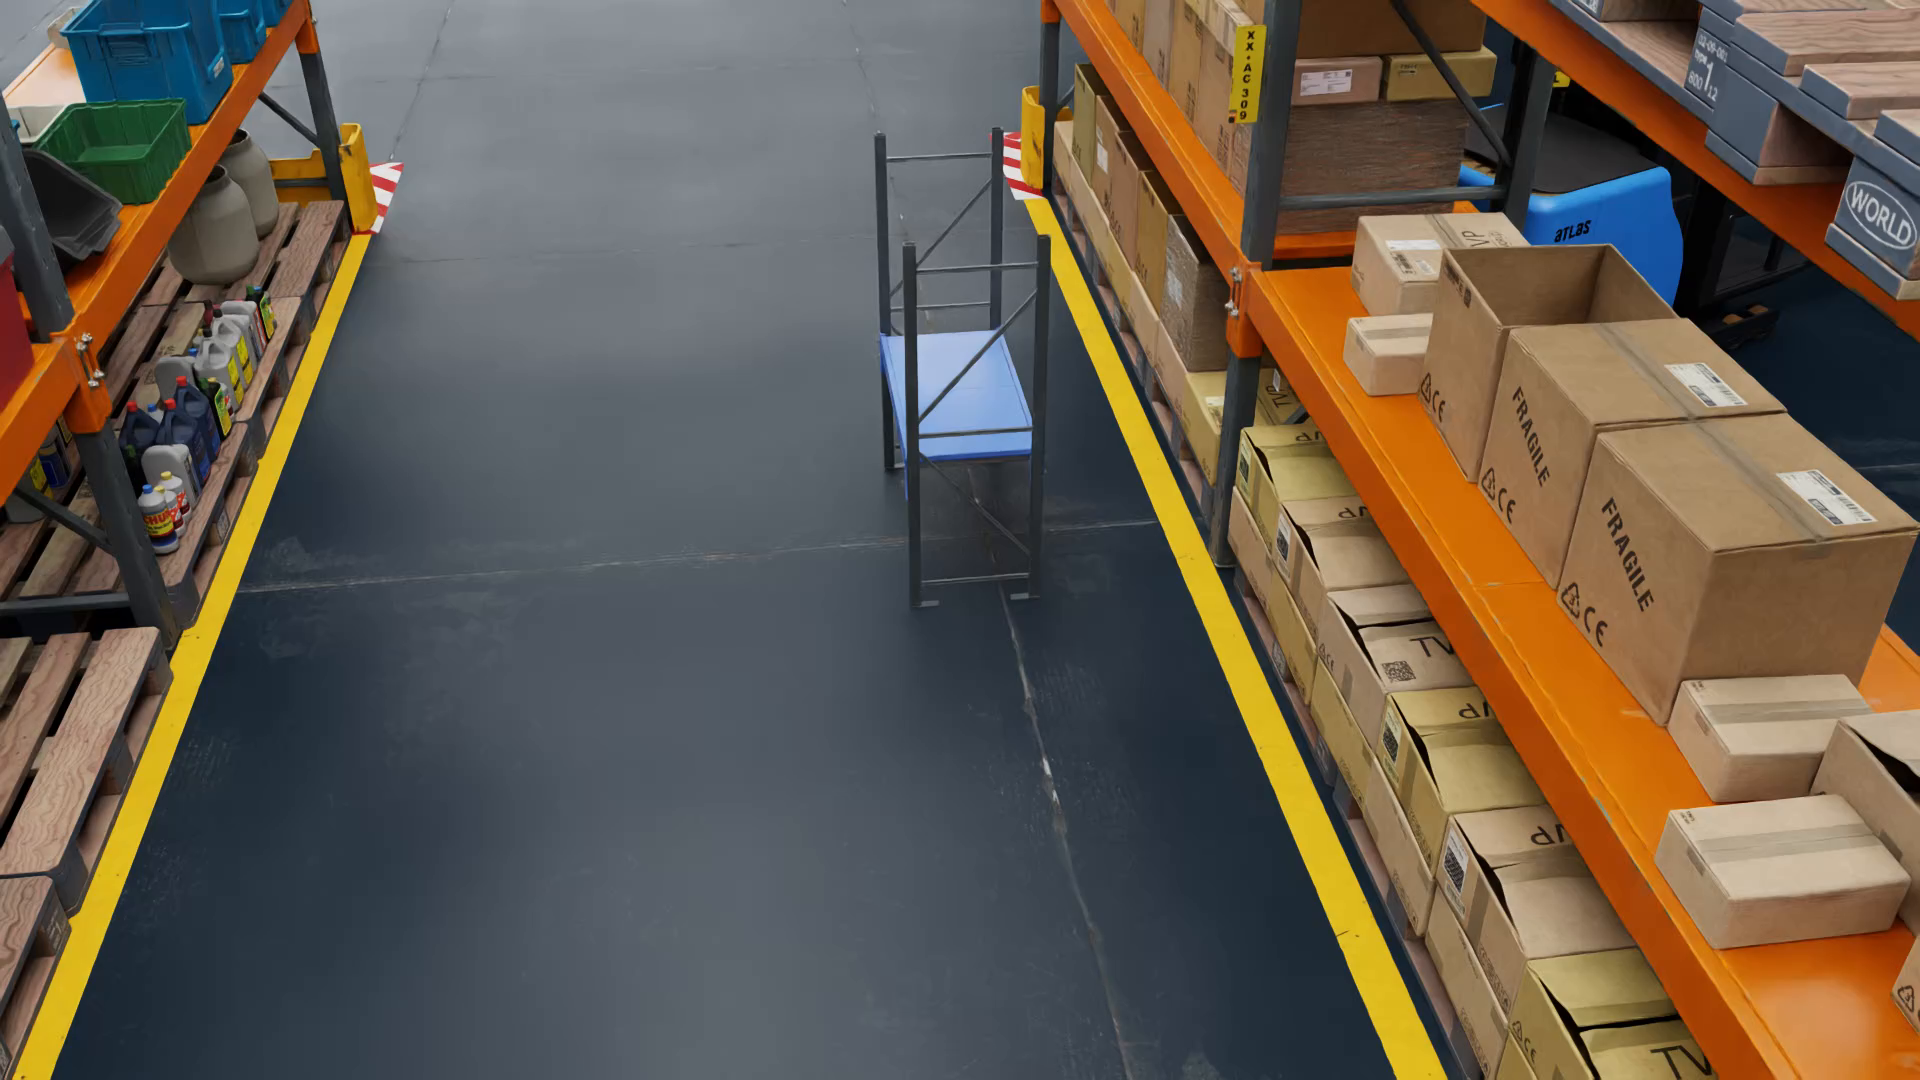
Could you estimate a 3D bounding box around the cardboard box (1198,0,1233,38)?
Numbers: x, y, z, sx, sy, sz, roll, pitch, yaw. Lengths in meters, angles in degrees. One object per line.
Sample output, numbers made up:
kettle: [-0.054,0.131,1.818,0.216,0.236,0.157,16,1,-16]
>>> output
cardboard box: [1.146,-2.069,6.457,0.380,0.149,0.250,-4,35,-6]

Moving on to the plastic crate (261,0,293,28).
plastic crate: [-3.583,-2.734,8.231,0.499,0.251,0.616,-4,35,-6]

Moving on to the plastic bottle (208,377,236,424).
plastic bottle: [-3.146,-0.593,7.050,0.097,0.201,0.097,0,34,0]

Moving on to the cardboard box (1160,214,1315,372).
cardboard box: [1.166,-1.063,7.049,0.500,0.500,0.500,-4,35,-6]

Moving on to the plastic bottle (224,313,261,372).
plastic bottle: [-3.240,-0.897,7.430,0.152,0.276,0.135,-5,35,-8]

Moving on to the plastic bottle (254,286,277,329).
plastic bottle: [-3.265,-1.086,7.775,0.097,0.201,0.097,0,34,0]

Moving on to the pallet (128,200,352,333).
pallet: [-3.786,-1.408,8.628,1.003,0.211,1.213,-4,35,-6]

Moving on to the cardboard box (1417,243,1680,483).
cardboard box: [1.658,-0.511,4.747,0.500,0.500,0.500,-2,34,-3]

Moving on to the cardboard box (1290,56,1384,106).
cardboard box: [1.251,-1.638,5.826,0.380,0.149,0.250,-4,35,-6]

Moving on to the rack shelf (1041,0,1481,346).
rack shelf: [1.231,-2.012,7.678,1.077,0.370,4.000,-4,35,-6]

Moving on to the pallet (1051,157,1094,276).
pallet: [1.107,-1.850,9.277,1.003,0.211,1.213,-4,35,-6]

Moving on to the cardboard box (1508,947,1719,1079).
cardboard box: [1.647,1.207,3.887,0.500,0.311,0.500,-5,35,-7]

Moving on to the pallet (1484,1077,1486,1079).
pallet: [1.966,1.729,4.026,1.003,0.211,1.213,-4,35,-6]

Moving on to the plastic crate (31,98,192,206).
plastic crate: [-3.311,-1.512,6.493,0.450,0.188,0.662,-4,35,-6]

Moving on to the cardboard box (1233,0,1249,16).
cardboard box: [1.365,-2.300,6.220,0.700,0.500,0.500,-4,35,-6]

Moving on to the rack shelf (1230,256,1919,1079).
rack shelf: [1.769,0.220,4.402,1.077,0.370,4.000,-4,35,-6]

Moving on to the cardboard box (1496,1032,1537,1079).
cardboard box: [1.653,1.439,4.044,0.500,0.250,0.500,-5,35,-7]

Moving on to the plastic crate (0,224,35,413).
plastic crate: [-3.040,-0.600,4.910,0.402,0.464,0.583,-4,35,-6]

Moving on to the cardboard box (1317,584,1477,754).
cardboard box: [1.442,0.356,5.135,0.500,0.311,0.500,-5,35,-8]

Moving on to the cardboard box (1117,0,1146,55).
cardboard box: [1.149,-2.635,7.864,0.700,0.500,0.500,-4,34,-6]

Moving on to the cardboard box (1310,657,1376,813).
cardboard box: [1.449,0.587,5.293,0.500,0.250,0.500,-5,35,-8]

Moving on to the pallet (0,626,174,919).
pallet: [-3.265,0.767,5.437,1.003,0.211,1.213,-4,35,-6]

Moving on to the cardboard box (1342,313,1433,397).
cardboard box: [1.417,-0.580,5.160,0.380,0.149,0.250,-4,35,-6]

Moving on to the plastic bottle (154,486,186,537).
plastic bottle: [-3.031,-0.113,6.347,0.097,0.201,0.097,0,34,0]

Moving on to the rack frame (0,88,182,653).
rack frame: [-3.409,-0.820,5.290,1.000,3.000,0.127,-4,35,-6]

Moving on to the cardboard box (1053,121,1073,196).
cardboard box: [0.814,-2.147,9.305,0.500,0.250,0.500,-4,35,-6]

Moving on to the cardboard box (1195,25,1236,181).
cardboard box: [1.357,-1.776,6.603,0.700,0.500,0.500,-5,35,-7]

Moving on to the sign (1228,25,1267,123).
sign: [0.951,-1.541,5.509,0.100,0.325,0.005,-4,35,-6]

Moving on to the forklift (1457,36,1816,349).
forklift: [3.427,-2.378,7.637,3.031,2.935,1.130,-19,39,-25]

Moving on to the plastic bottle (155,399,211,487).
plastic bottle: [-3.106,-0.389,6.619,0.144,0.351,0.185,-3,34,-5]

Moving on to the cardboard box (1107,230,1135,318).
cardboard box: [1.014,-1.310,8.077,0.500,0.250,0.500,-4,35,-6]

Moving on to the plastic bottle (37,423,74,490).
plastic bottle: [-3.663,-0.347,6.623,0.152,0.276,0.135,-4,35,-6]

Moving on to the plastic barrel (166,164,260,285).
plastic barrel: [-3.715,-1.557,8.207,0.421,0.512,0.421,0,34,0]

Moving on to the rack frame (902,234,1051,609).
rack frame: [0.057,-0.384,5.981,0.500,1.500,0.032,-4,35,-6]

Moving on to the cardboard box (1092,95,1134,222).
cardboard box: [0.963,-1.900,8.277,0.500,0.500,0.500,-4,35,-6]

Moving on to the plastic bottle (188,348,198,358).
plastic bottle: [-3.327,-0.740,7.267,0.097,0.201,0.097,0,34,0]

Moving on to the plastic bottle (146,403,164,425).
plastic bottle: [-3.245,-0.428,6.747,0.097,0.271,0.097,0,34,0]

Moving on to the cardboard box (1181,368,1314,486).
cardboard box: [1.221,-0.473,6.849,0.500,0.250,0.500,-4,35,-6]

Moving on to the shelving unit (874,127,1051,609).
shelving unit: [-0.011,-0.667,6.397,0.538,1.500,1.048,-4,35,-6]

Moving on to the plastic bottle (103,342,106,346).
plastic bottle: [-3.998,-0.985,7.626,0.097,0.201,0.097,0,34,0]

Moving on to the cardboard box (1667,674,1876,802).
cardboard box: [1.811,0.435,3.671,0.380,0.149,0.250,-2,34,-3]
